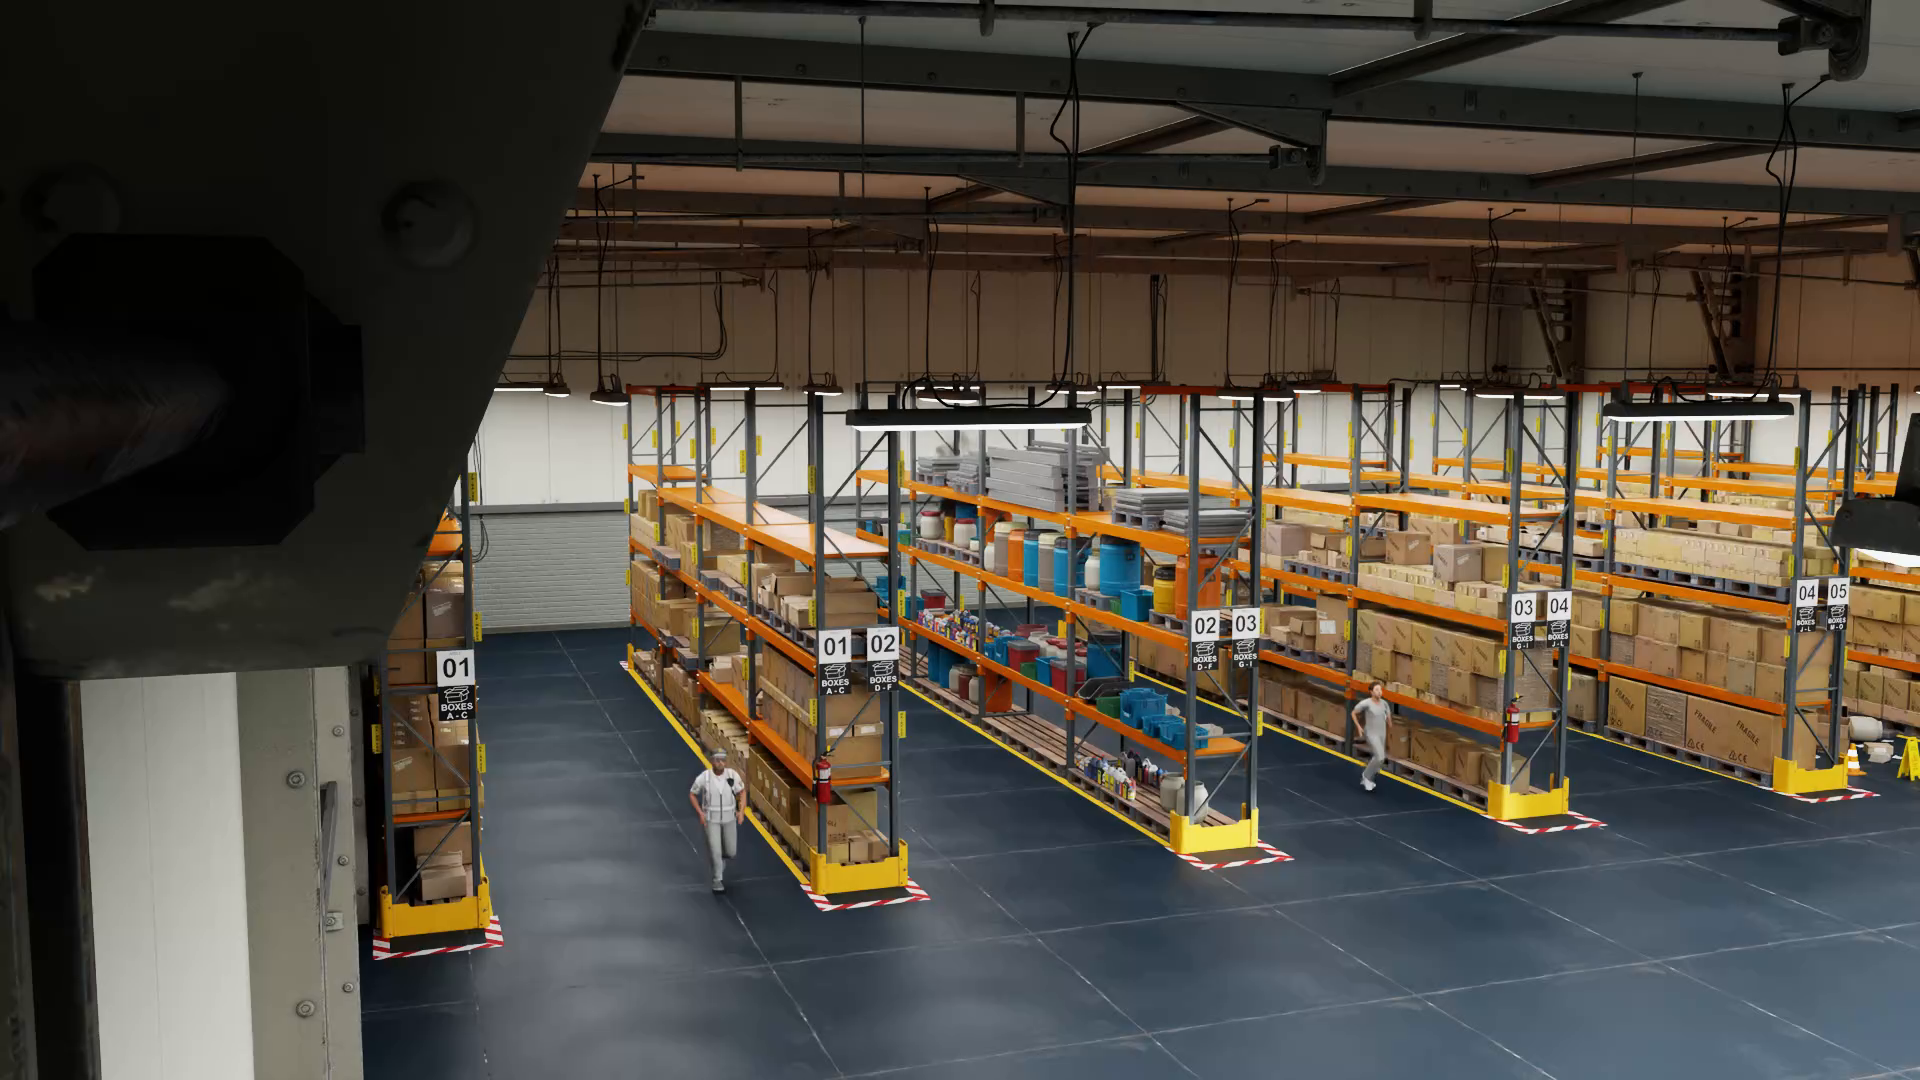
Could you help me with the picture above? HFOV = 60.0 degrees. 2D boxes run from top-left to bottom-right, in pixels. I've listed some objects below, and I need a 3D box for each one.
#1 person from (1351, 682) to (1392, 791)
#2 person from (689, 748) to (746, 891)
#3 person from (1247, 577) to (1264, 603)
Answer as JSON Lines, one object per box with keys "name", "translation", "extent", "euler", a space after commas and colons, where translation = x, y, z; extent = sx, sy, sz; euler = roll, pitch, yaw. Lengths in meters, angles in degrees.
{"name": "person", "translation": [6.209, 2.934, 24.839], "extent": [0.546, 1.639, 0.643], "euler": [-3, 7, -25]}
{"name": "person", "translation": [-2.949, 3.367, 20.311], "extent": [0.699, 1.720, 0.661], "euler": [-2, 6, -19]}
{"name": "person", "translation": [6.581, 1.639, 37.585], "extent": [0.618, 1.680, 0.609], "euler": [-1, 6, -12]}
